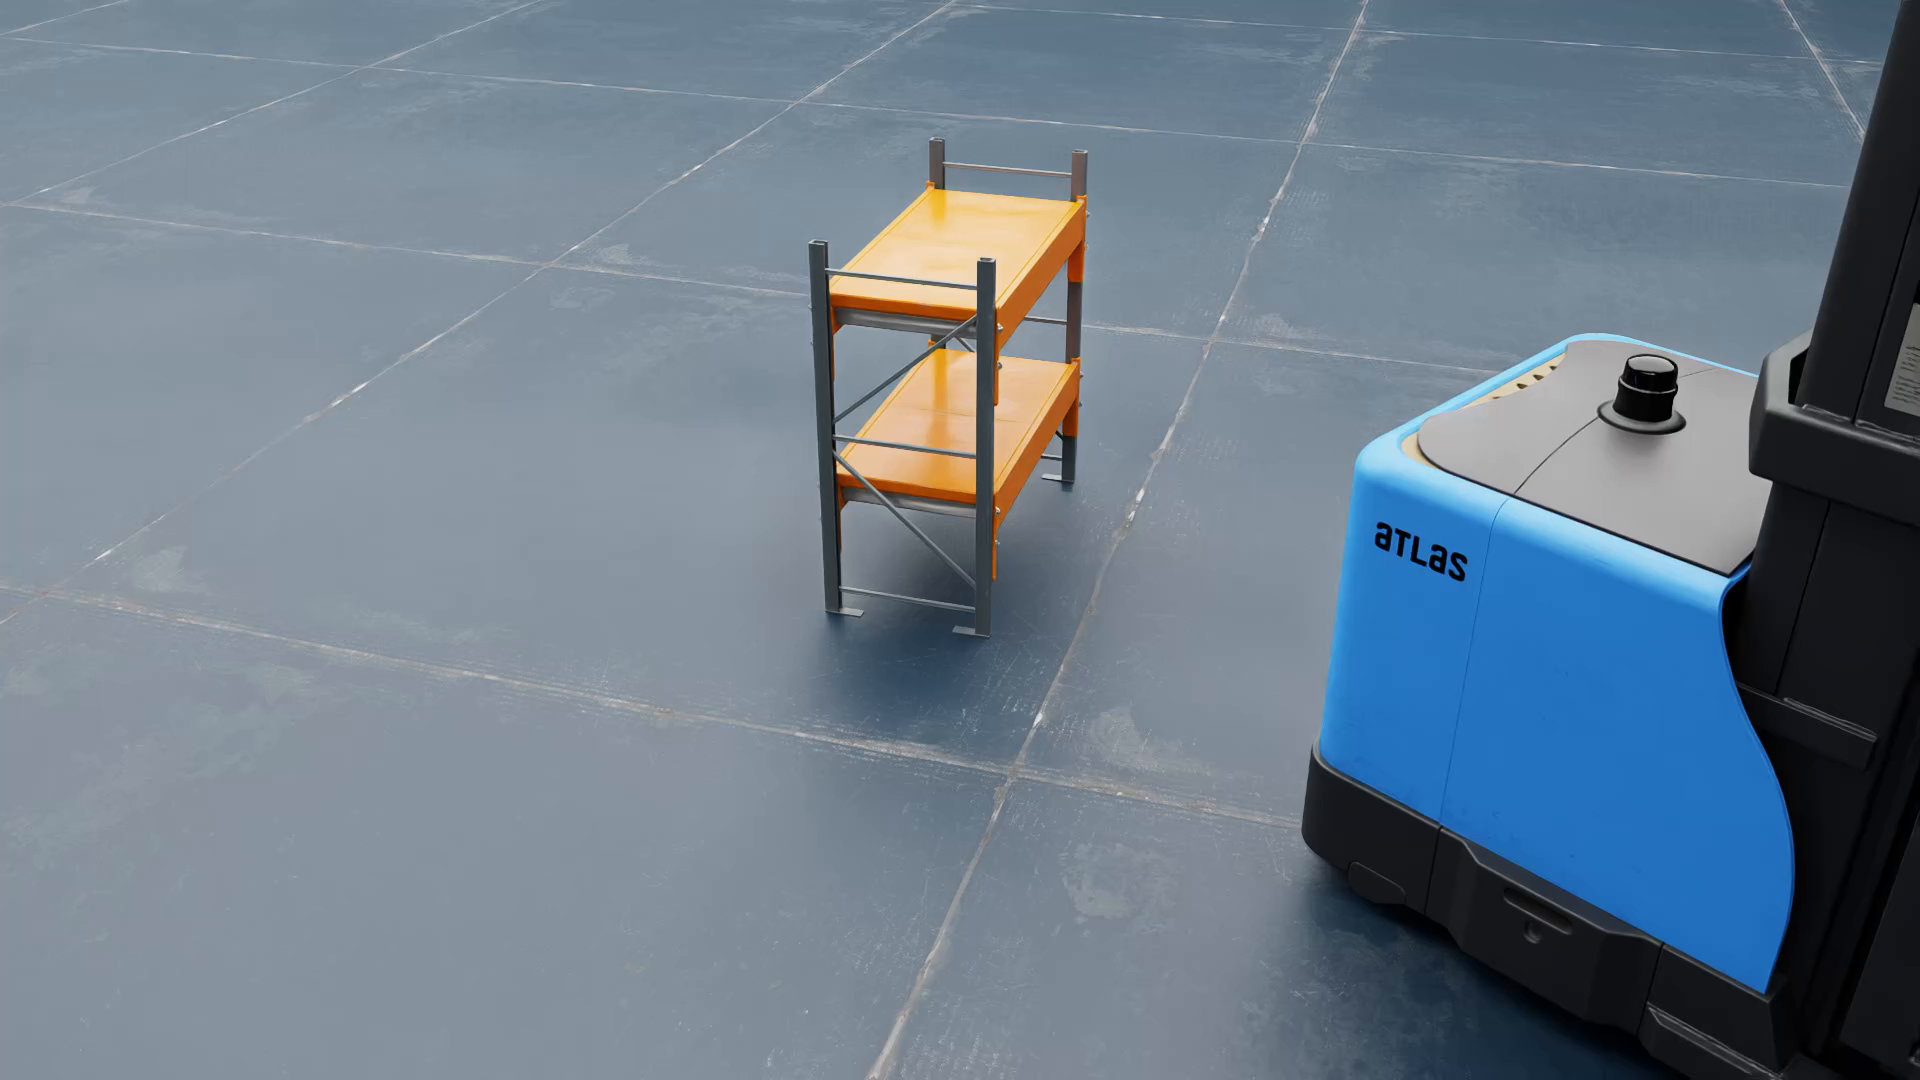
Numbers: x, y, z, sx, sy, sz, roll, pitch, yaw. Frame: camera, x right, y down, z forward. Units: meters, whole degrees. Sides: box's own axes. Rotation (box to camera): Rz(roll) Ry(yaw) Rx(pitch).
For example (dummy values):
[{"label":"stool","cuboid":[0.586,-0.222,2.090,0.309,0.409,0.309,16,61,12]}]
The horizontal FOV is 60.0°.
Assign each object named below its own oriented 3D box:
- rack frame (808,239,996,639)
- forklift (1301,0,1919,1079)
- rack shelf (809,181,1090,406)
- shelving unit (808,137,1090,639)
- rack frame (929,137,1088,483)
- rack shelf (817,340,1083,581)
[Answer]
[{"label":"rack frame","cuboid":[-0.151,-0.252,4.546,0.500,1.125,0.032,8,30,15]},{"label":"forklift","cuboid":[2.177,-0.176,2.551,1.130,2.935,3.031,-25,38,-37]},{"label":"rack shelf","cuboid":[-0.002,-0.744,4.829,0.538,0.278,1.000,8,30,15]},{"label":"shelving unit","cuboid":[-0.002,-0.488,4.971,0.538,1.125,1.048,8,30,15]},{"label":"rack frame","cuboid":[0.147,-0.725,5.396,0.500,1.125,0.032,8,30,15]},{"label":"rack shelf","cuboid":[-0.002,-0.275,5.090,0.538,0.278,1.000,8,30,15]}]
